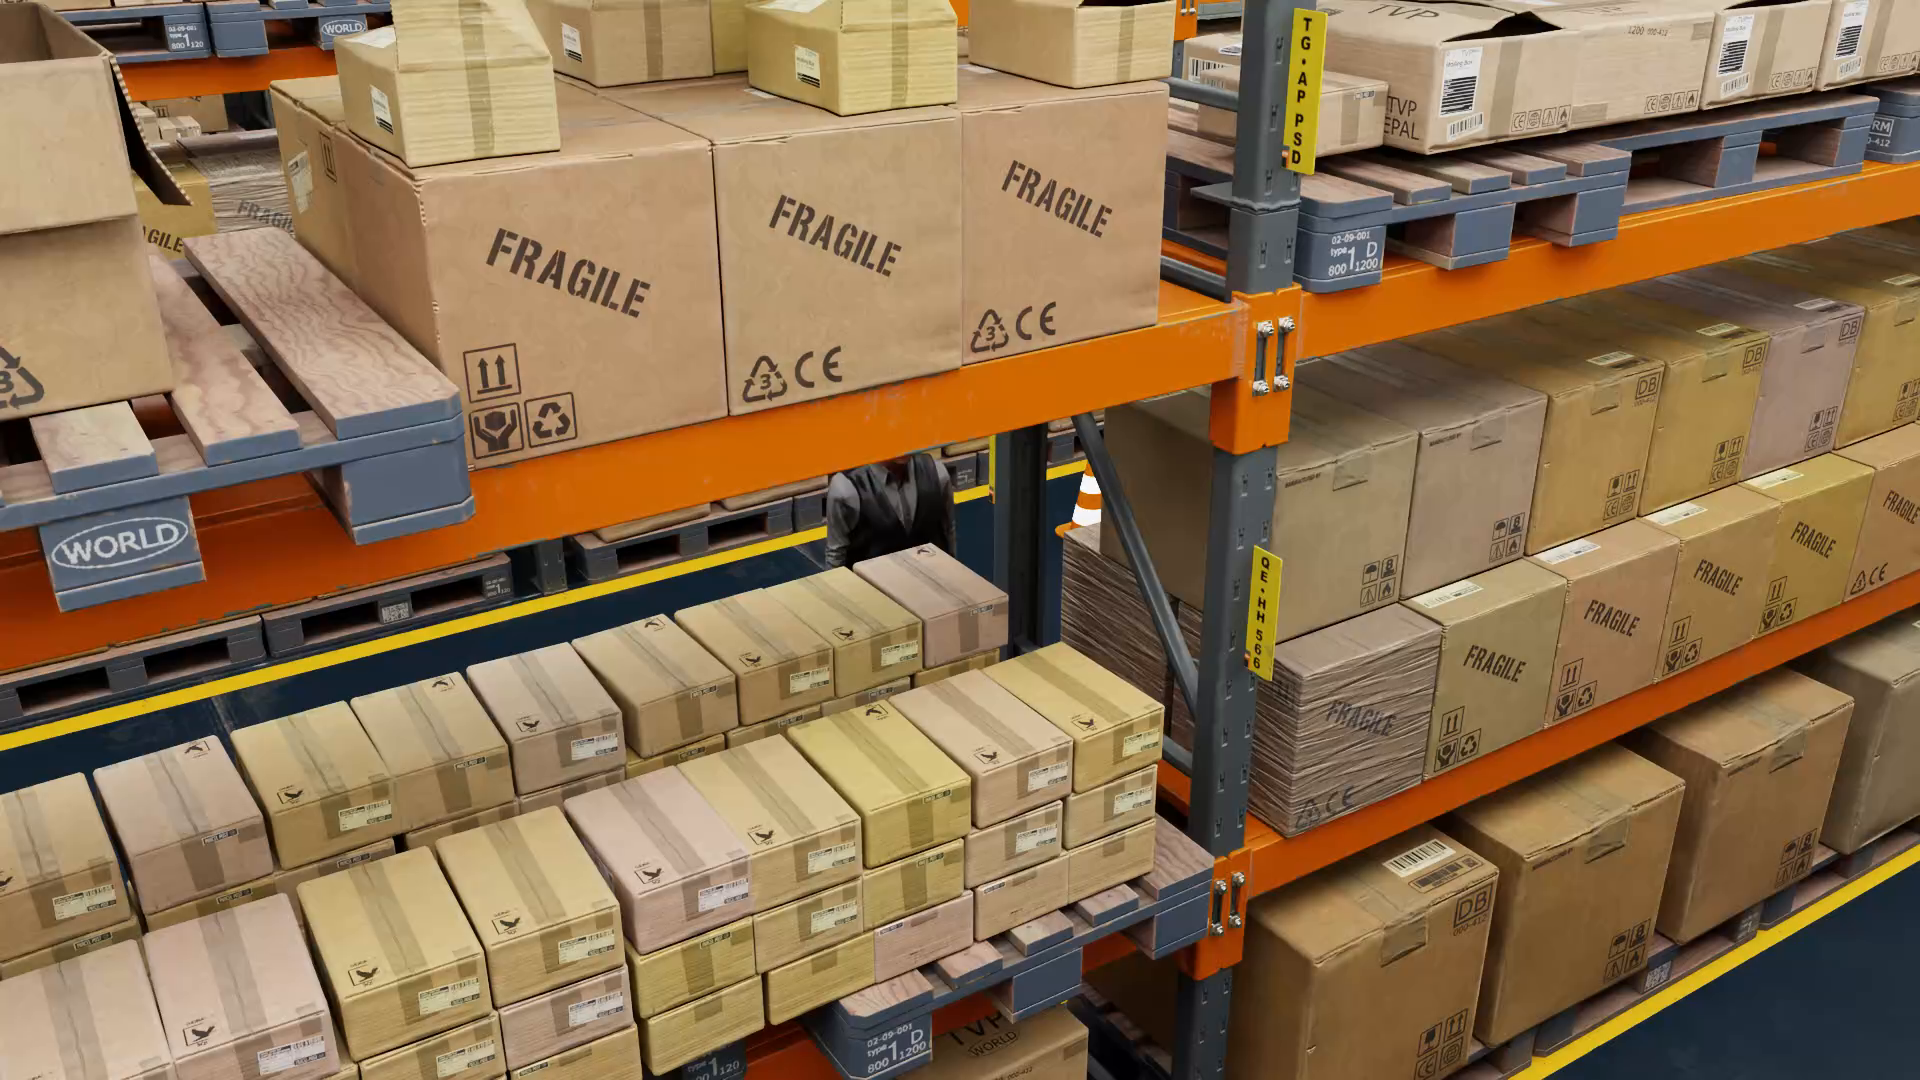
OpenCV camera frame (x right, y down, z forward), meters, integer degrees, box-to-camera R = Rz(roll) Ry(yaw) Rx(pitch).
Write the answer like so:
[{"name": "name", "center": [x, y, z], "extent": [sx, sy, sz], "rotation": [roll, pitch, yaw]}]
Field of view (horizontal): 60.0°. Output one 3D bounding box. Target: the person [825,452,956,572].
[{"name": "person", "center": [-0.252, 0.272, 6.539], "extent": [0.561, 1.724, 0.666], "rotation": [-8, 26, -17]}]
